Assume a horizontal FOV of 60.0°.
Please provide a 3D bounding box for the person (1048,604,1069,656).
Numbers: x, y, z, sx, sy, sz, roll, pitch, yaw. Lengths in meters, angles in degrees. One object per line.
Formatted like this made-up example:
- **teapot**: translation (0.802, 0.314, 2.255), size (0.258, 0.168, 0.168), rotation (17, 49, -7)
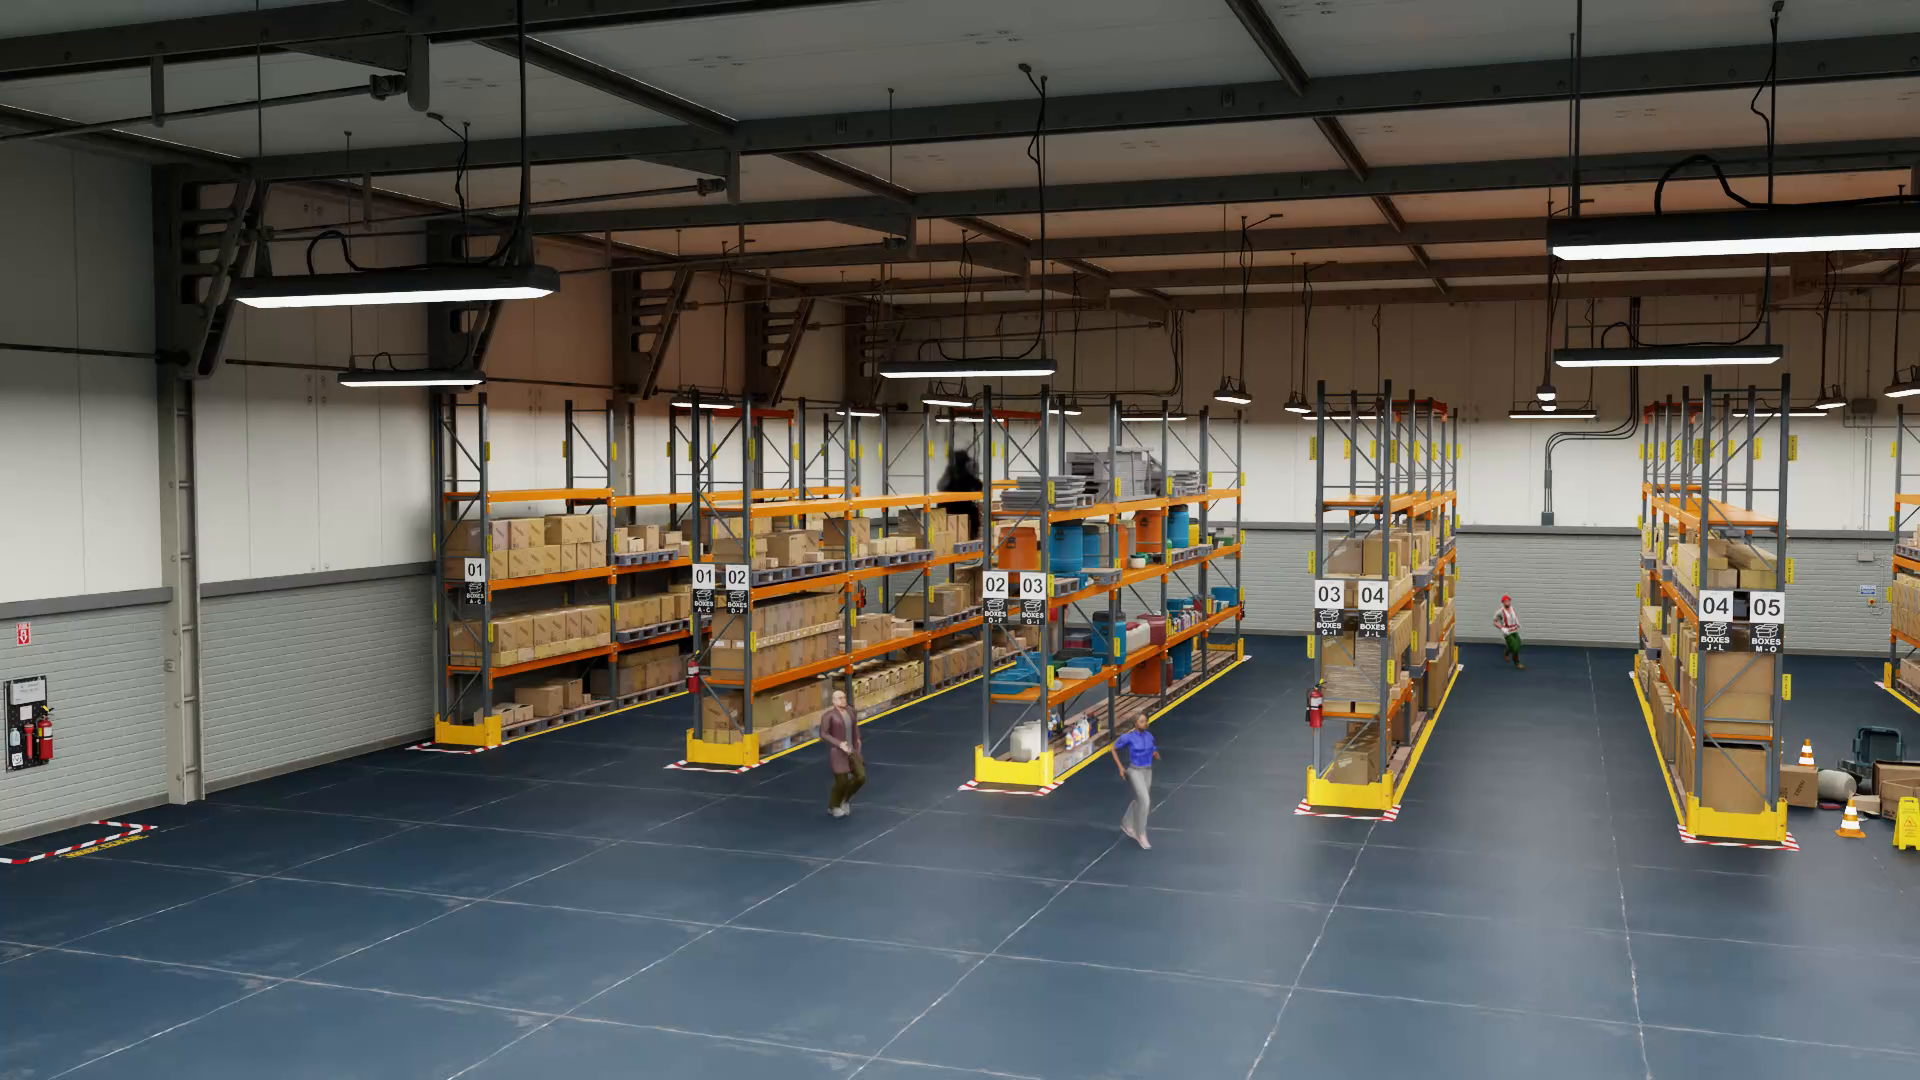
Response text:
- **person**: translation (2.003, 1.923, 36.200), size (0.662, 1.777, 0.921), rotation (1, 3, 12)

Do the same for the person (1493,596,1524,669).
- **person**: translation (12.584, 2.116, 38.374), size (0.705, 1.696, 0.697), rotation (-1, 3, -24)

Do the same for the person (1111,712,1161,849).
- **person**: translation (2.279, 3.050, 21.202), size (0.544, 1.717, 0.756), rotation (-2, 4, -39)

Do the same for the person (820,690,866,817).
- **person**: translation (-1.582, 2.919, 22.727), size (0.722, 1.736, 0.646), rotation (-3, 4, -41)
